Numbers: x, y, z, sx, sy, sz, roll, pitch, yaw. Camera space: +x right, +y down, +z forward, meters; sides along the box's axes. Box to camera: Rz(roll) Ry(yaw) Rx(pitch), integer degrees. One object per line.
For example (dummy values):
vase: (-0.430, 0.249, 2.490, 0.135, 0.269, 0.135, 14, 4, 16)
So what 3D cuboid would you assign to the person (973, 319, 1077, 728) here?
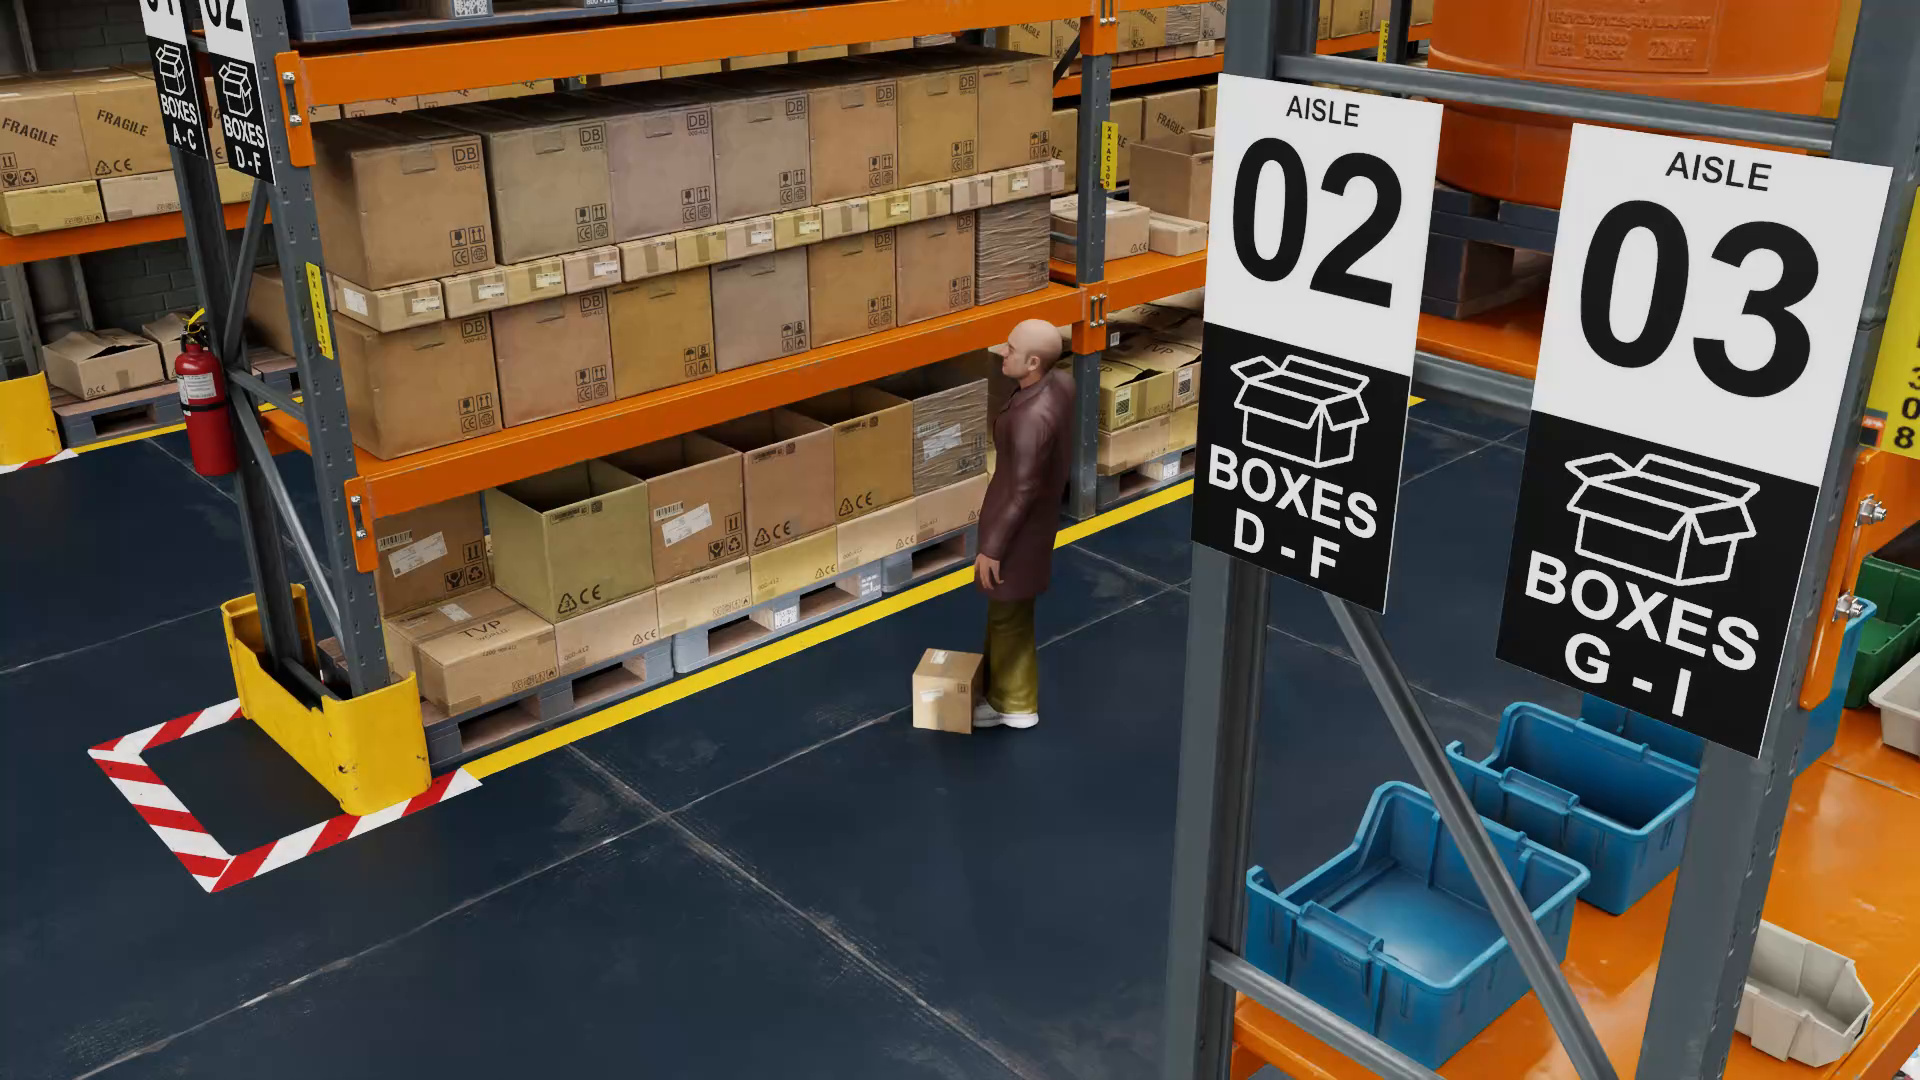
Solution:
person: (0.145, -0.055, 6.721, 0.582, 1.776, 0.697, 6, 25, 14)
